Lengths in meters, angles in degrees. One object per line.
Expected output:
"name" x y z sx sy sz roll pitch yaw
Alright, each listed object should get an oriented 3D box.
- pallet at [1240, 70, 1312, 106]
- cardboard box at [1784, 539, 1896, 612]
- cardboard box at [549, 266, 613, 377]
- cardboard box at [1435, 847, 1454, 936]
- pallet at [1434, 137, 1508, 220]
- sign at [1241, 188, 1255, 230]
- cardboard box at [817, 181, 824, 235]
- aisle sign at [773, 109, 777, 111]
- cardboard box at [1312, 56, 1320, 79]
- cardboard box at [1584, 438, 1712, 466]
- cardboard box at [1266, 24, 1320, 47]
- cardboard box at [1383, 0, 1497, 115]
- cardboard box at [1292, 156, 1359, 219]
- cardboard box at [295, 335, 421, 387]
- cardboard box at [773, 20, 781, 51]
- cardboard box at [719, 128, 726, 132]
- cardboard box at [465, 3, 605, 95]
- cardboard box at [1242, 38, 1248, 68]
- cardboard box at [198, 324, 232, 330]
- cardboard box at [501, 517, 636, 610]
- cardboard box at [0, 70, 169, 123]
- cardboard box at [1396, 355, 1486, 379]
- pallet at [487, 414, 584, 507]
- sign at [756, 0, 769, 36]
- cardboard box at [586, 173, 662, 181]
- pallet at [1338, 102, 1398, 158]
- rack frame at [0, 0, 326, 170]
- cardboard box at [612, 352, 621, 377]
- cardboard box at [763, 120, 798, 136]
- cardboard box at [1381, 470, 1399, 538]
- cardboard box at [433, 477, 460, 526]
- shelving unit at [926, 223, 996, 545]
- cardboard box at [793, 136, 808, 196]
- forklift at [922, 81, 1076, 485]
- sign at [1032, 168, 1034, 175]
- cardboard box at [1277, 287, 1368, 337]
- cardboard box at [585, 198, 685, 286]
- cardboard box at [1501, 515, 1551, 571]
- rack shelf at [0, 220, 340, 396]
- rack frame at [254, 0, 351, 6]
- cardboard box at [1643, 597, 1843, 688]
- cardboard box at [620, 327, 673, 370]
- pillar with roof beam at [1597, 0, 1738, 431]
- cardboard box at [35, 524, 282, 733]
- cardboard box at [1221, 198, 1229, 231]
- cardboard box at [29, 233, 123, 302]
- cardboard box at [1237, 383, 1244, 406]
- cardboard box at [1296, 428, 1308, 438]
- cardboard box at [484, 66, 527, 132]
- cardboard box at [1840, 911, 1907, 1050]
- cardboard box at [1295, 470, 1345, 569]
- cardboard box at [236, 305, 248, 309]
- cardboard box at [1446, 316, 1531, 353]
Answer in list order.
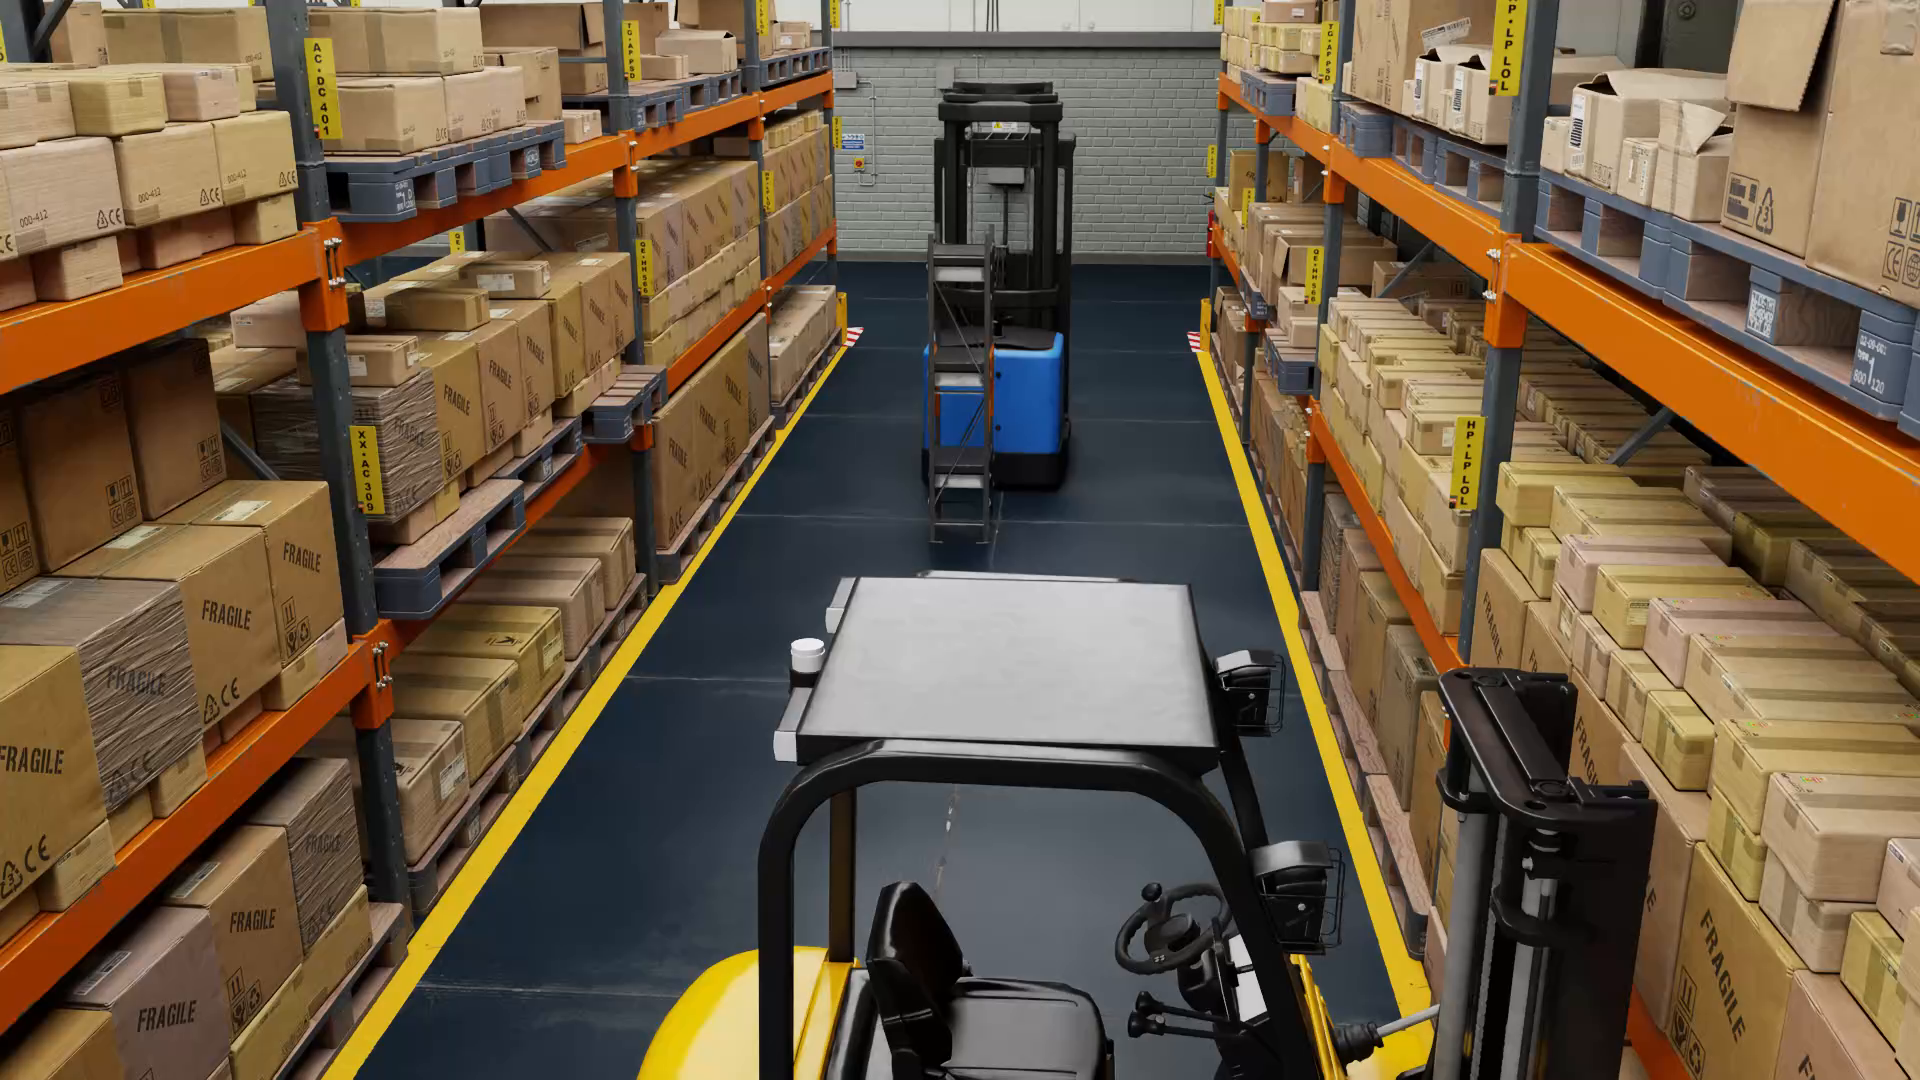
"pallet" 2.730 -3.359 12.342 1.213 0.211 1.003 1 18 4
"cardboard box" 2.532 0.108 4.597 0.380 0.149 0.250 1 18 3
"cardboard box" -2.172 -1.172 8.869 0.500 0.500 0.500 1 18 3
"cardboard box" 1.931 1.273 5.658 0.500 0.250 0.500 1 18 4
"pallet" 2.324 -1.348 6.211 0.805 0.209 1.217 1 18 2
"sign" 2.305 -2.645 13.289 0.100 0.325 0.005 1 18 4
"cardboard box" -1.639 -3.312 16.554 0.500 0.500 0.500 1 18 3
"aisle sign" -2.101 -4.840 17.203 0.394 0.787 0.004 1 18 4
"cardboard box" 2.464 -3.040 10.667 0.380 0.149 0.250 2 18 6
"cardboard box" 2.584 -0.282 6.264 0.380 0.149 0.250 1 18 2
"cardboard box" 2.388 -3.593 11.844 0.380 0.149 0.250 1 18 3
"cardboard box" 2.192 -2.166 7.404 0.500 0.500 0.500 2 18 5
"cardboard box" 3.219 -3.107 14.647 0.500 0.500 0.500 1 18 2
"cardboard box" -2.291 -0.684 6.339 0.380 0.149 0.250 1 18 4
"cardboard box" -1.974 -4.743 15.570 0.500 0.311 0.500 2 18 5
"cardboard box" -2.244 -3.503 14.489 0.380 0.149 0.250 1 18 3
"cardboard box" -2.514 -2.886 9.756 0.797 0.503 0.637 0 18 1
"cardboard box" 2.707 -4.196 14.356 0.500 0.250 0.500 2 18 5
"cardboard box" -6.773 -1.888 15.317 0.380 0.149 0.250 1 18 2
"cardboard box" -2.441 0.133 9.746 0.950 0.372 0.625 0 18 0
"cardboard box" -2.533 -1.270 4.786 0.380 0.149 0.250 2 18 5
"cardboard box" 2.240 -0.761 7.726 0.380 0.149 0.250 1 18 4
"pallet" -2.492 -0.385 8.088 1.003 0.211 1.213 1 18 4
"sign" -1.562 -4.145 13.104 0.100 0.325 0.005 1 18 4
"cardboard box" -2.470 -2.412 12.200 0.500 0.500 0.500 1 18 3
"pallet" 2.601 -2.105 8.515 1.213 0.211 1.003 2 18 6
"rack frame" -2.678 -2.700 5.211 1.000 3.000 0.127 1 18 4
"cardboard box" -2.127 -0.980 9.325 0.380 0.149 0.250 2 18 5
"cardboard box" -1.718 -3.812 15.433 0.380 0.149 0.250 2 18 6
"cardboard box" 2.146 -0.140 7.275 0.500 0.250 0.500 1 18 4
"cardboard box" -2.296 -0.171 6.858 0.380 0.149 0.250 2 18 5
"shelving unit" 0.012 -1.049 11.253 0.431 2.100 0.503 1 18 4
"cardboard box" -1.699 -3.471 15.433 0.500 0.500 0.500 1 18 4
"forklift" 0.364 -2.220 13.491 1.130 2.935 3.031 2 18 5
"sign" 1.156 -5.244 22.762 0.329 0.494 0.001 1 18 4
"cardboard box" 2.313 -1.445 10.582 0.500 0.250 0.500 0 18 1
"cardboard box" -2.086 -1.916 10.687 0.500 0.500 0.500 1 18 4
"cardboard box" 1.988 -0.002 5.410 0.380 0.149 0.250 1 18 3
"rack shelf" -2.821 -0.312 3.895 1.077 0.370 4.000 1 18 4
"rack frame" -6.762 -6.506 16.827 1.000 3.000 0.127 1 18 4
"cardboard box" 1.942 0.258 4.140 0.380 0.149 0.250 1 18 4
"cardboard box" -2.105 -1.167 10.407 0.500 0.250 0.500 1 18 3
"pillar with roof beam" -0.928 -3.504 7.664 9.100 9.000 0.400 1 18 4
"cardboard box" -2.491 0.266 5.157 0.500 0.500 0.500 2 18 6
"cardboard box" 2.764 -3.088 15.792 0.500 0.250 0.500 1 18 3
"cardboard box" -2.484 -0.731 4.423 0.380 0.149 0.250 2 18 5
"cardboard box" 2.594 -1.249 14.320 0.380 0.149 0.250 1 18 2
"cardboard box" 2.395 -0.627 10.818 0.380 0.149 0.250 1 18 2
"cardboard box" -2.186 -1.890 7.122 0.500 0.250 0.500 1 18 3
"cardboard box" 1.830 0.797 2.971 0.380 0.149 0.250 1 18 4
"cardboard box" 2.376 -0.130 10.342 0.500 0.500 0.500 2 18 6
"cardboard box" -7.213 -2.218 16.325 0.380 0.149 0.250 2 18 5
"cardboard box" 2.752 -1.069 8.667 0.380 0.149 0.250 1 18 4
